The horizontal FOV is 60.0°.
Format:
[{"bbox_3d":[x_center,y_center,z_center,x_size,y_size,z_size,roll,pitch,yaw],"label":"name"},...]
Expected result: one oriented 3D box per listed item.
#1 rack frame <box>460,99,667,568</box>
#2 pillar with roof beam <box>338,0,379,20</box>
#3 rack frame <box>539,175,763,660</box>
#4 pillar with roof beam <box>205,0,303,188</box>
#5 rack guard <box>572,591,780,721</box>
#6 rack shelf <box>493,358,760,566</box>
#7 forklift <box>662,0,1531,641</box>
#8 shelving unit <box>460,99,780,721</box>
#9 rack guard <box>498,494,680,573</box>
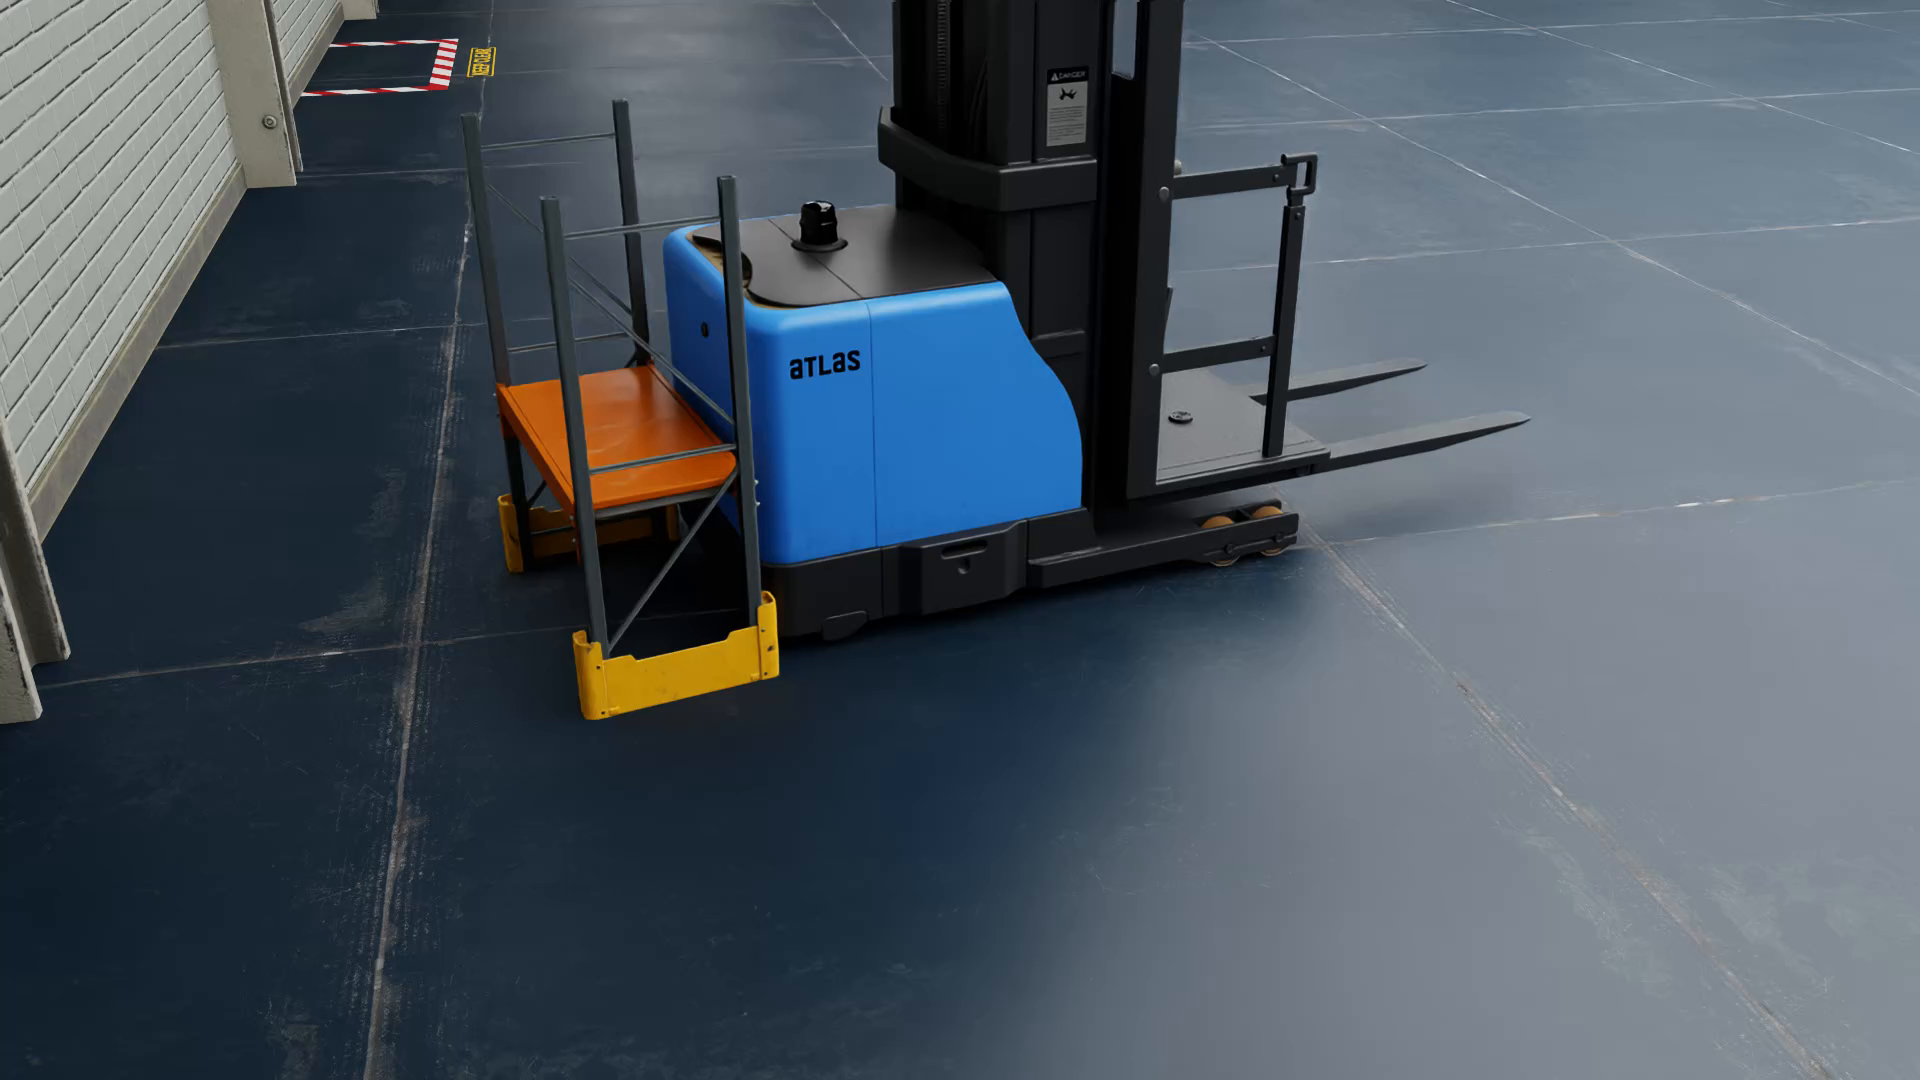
[{"bbox_3d":[-1.246,-0.631,5.335,0.500,1.500,0.032,-12,29,-23],"label":"rack frame"},{"bbox_3d":[-1.332,-9.282,14.154,9.100,9.000,0.400,-6,27,-12],"label":"pillar with roof beam"},{"bbox_3d":[-0.805,-0.218,4.517,0.500,1.500,0.032,-12,29,-23],"label":"rack frame"},{"bbox_3d":[0.020,-6.648,8.935,9.100,9.000,0.400,-6,27,-12],"label":"pillar with roof beam"},{"bbox_3d":[-0.813,0.332,4.814,0.587,0.250,0.087,-12,29,-23],"label":"rack guard"},{"bbox_3d":[-1.025,-0.264,5.007,0.538,0.185,1.000,-12,29,-23],"label":"rack shelf"},{"bbox_3d":[0.593,-1.425,5.321,3.031,2.935,1.130,-11,29,-21],"label":"forklift"},{"bbox_3d":[-1.029,-0.428,4.933,0.587,1.500,1.083,-12,29,-23],"label":"shelving unit"},{"bbox_3d":[-1.245,-0.072,5.616,0.587,0.250,0.087,-12,29,-23],"label":"rack guard"}]
